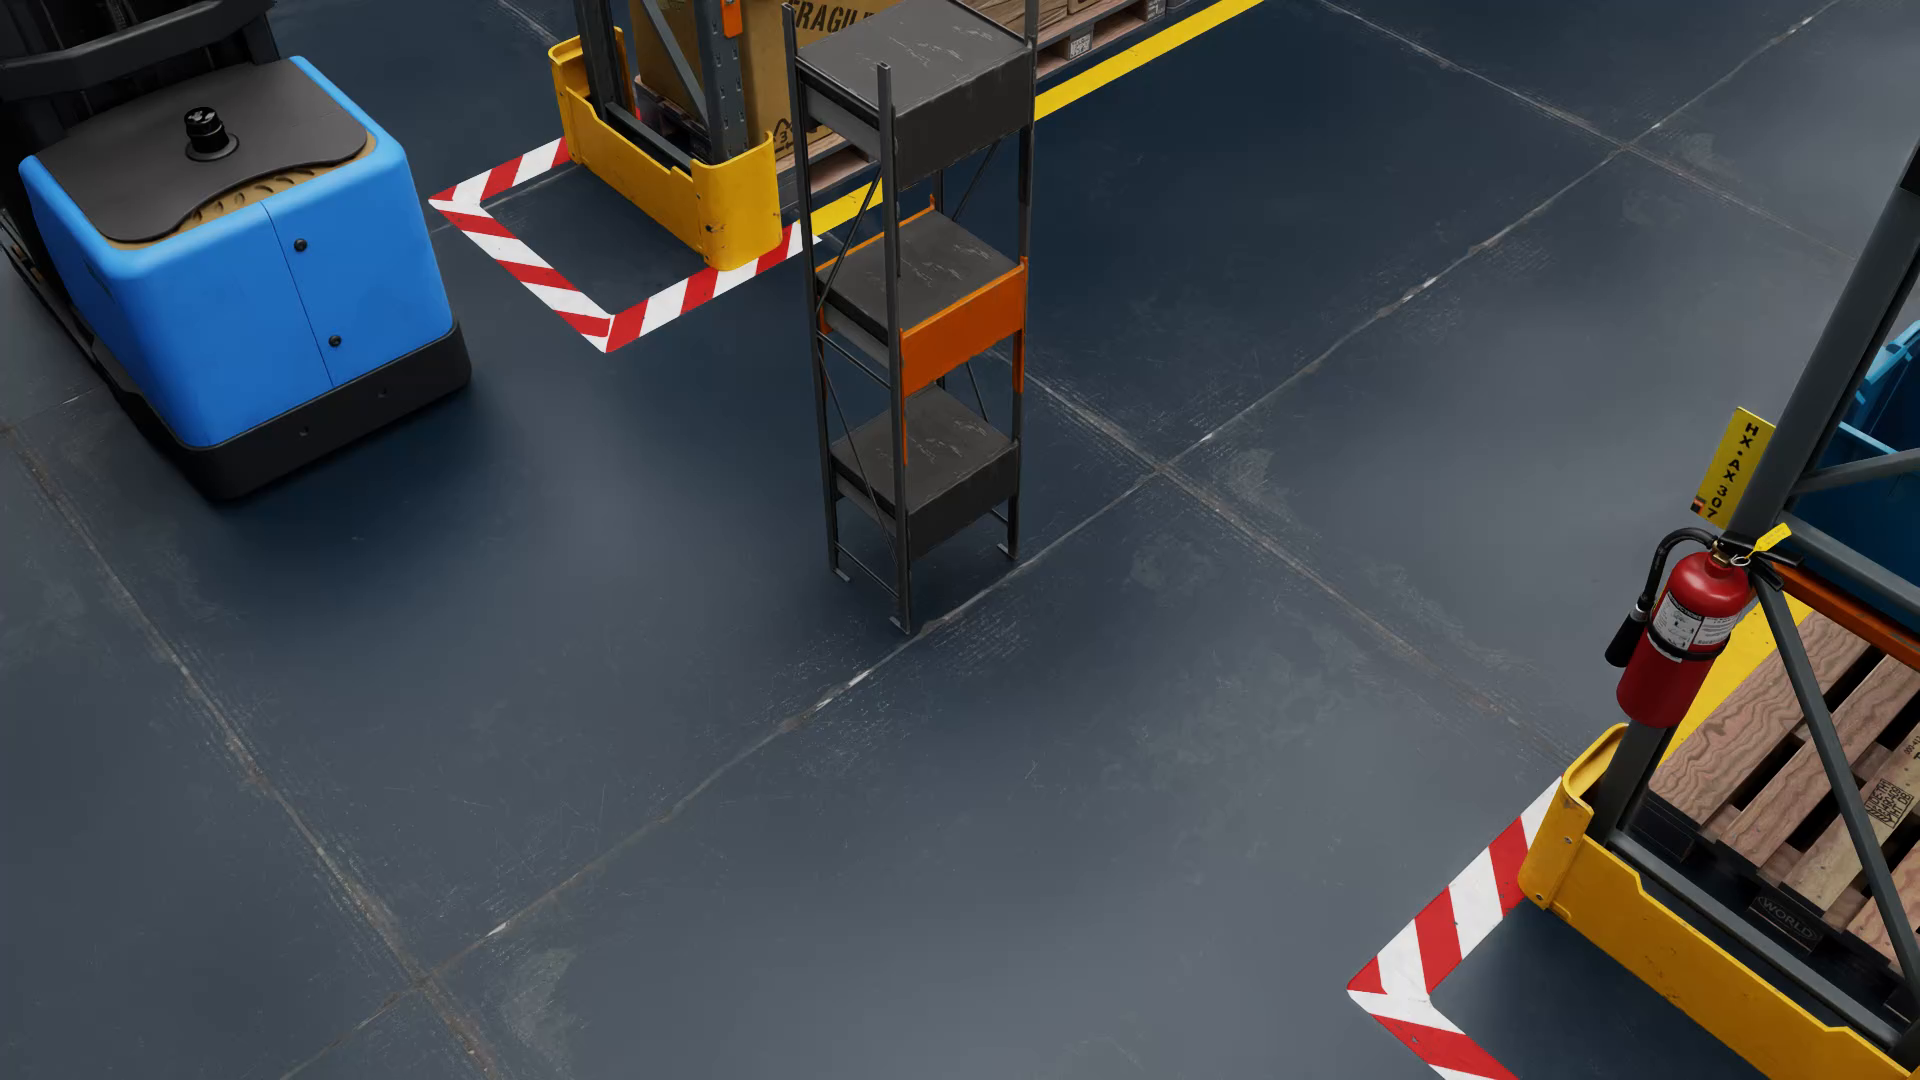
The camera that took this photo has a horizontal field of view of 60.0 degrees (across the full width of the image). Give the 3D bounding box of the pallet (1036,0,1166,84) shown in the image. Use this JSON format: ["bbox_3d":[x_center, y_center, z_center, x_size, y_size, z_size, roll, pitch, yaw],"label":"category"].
[{"bbox_3d":[0.231,-2.595,8.000,1.213,0.211,1.003,-34,56,-27],"label":"pallet"}]

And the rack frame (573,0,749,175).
[{"bbox_3d":[-1.210,-2.502,6.018,0.127,3.000,1.000,-34,56,-27],"label":"rack frame"}]

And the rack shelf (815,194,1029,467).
[{"bbox_3d":[-0.122,-0.621,4.913,0.480,0.518,0.431,-34,56,-27],"label":"rack shelf"}]

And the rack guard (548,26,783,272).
[{"bbox_3d":[-1.228,-1.643,6.925,0.348,0.500,1.175,-34,56,-27],"label":"rack guard"}]

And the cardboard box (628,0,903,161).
[{"bbox_3d":[-0.790,-2.284,6.976,0.875,0.875,0.875,-34,56,-27],"label":"cardboard box"}]

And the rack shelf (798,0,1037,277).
[{"bbox_3d":[-0.123,-1.096,4.398,0.480,0.518,0.431,-34,56,-27],"label":"rack shelf"}]

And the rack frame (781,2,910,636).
[{"bbox_3d":[-0.303,-0.510,4.791,0.015,2.100,0.400,-34,56,-27],"label":"rack frame"}]

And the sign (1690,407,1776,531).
[{"bbox_3d":[1.740,-0.155,3.741,0.005,0.325,0.100,-34,56,-27],"label":"sign"}]

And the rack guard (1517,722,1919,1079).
[{"bbox_3d":[2.113,1.058,4.434,0.348,0.500,1.175,-34,56,-27],"label":"rack guard"}]

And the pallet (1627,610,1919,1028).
[{"bbox_3d":[2.758,0.750,4.914,1.213,0.211,1.003,-34,56,-27],"label":"pallet"}]

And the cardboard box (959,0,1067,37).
[{"bbox_3d":[-0.117,-2.734,7.392,0.875,0.875,0.875,-34,56,-27],"label":"cardboard box"}]

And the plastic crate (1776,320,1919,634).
[{"bbox_3d":[2.244,-0.108,3.744,0.499,0.435,0.616,-34,56,-27],"label":"plastic crate"}]

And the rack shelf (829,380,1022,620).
[{"bbox_3d":[-0.122,-0.146,5.427,0.480,0.518,0.431,-34,56,-27],"label":"rack shelf"}]

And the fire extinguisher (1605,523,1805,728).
[{"bbox_3d":[1.705,0.171,3.857,0.183,0.674,0.296,-34,56,-27],"label":"fire extinguisher"}]

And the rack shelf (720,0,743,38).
[{"bbox_3d":[0.270,-3.247,7.195,4.000,0.370,1.077,-34,56,-27],"label":"rack shelf"}]

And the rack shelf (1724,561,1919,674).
[{"bbox_3d":[3.602,-0.554,4.709,4.000,0.370,1.077,-34,56,-27],"label":"rack shelf"}]

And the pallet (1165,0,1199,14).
[{"bbox_3d":[1.134,-3.201,8.560,1.213,0.211,1.003,-34,56,-27],"label":"pallet"}]

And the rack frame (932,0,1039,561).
[{"bbox_3d":[0.058,-0.751,5.014,0.015,2.100,0.400,-34,56,-27],"label":"rack frame"}]

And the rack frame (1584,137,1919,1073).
[{"bbox_3d":[2.122,0.191,3.533,0.127,3.000,1.000,-34,56,-27],"label":"rack frame"}]

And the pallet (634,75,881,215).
[{"bbox_3d":[-0.671,-1.994,7.447,1.213,0.211,1.003,-34,56,-27],"label":"pallet"}]

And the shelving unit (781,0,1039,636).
[{"bbox_3d":[-0.122,-0.630,4.903,0.503,2.100,0.431,-34,56,-27],"label":"shelving unit"}]

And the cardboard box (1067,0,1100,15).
[{"bbox_3d":[0.541,-3.174,7.798,0.875,0.875,0.875,-34,56,-27],"label":"cardboard box"}]

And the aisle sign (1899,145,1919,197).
[{"bbox_3d":[1.872,-0.814,2.691,0.004,0.787,0.394,-34,56,-27],"label":"aisle sign"}]

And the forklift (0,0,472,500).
[{"bbox_3d":[-3.173,-2.146,5.736,1.130,2.935,3.031,-33,55,-26],"label":"forklift"}]
